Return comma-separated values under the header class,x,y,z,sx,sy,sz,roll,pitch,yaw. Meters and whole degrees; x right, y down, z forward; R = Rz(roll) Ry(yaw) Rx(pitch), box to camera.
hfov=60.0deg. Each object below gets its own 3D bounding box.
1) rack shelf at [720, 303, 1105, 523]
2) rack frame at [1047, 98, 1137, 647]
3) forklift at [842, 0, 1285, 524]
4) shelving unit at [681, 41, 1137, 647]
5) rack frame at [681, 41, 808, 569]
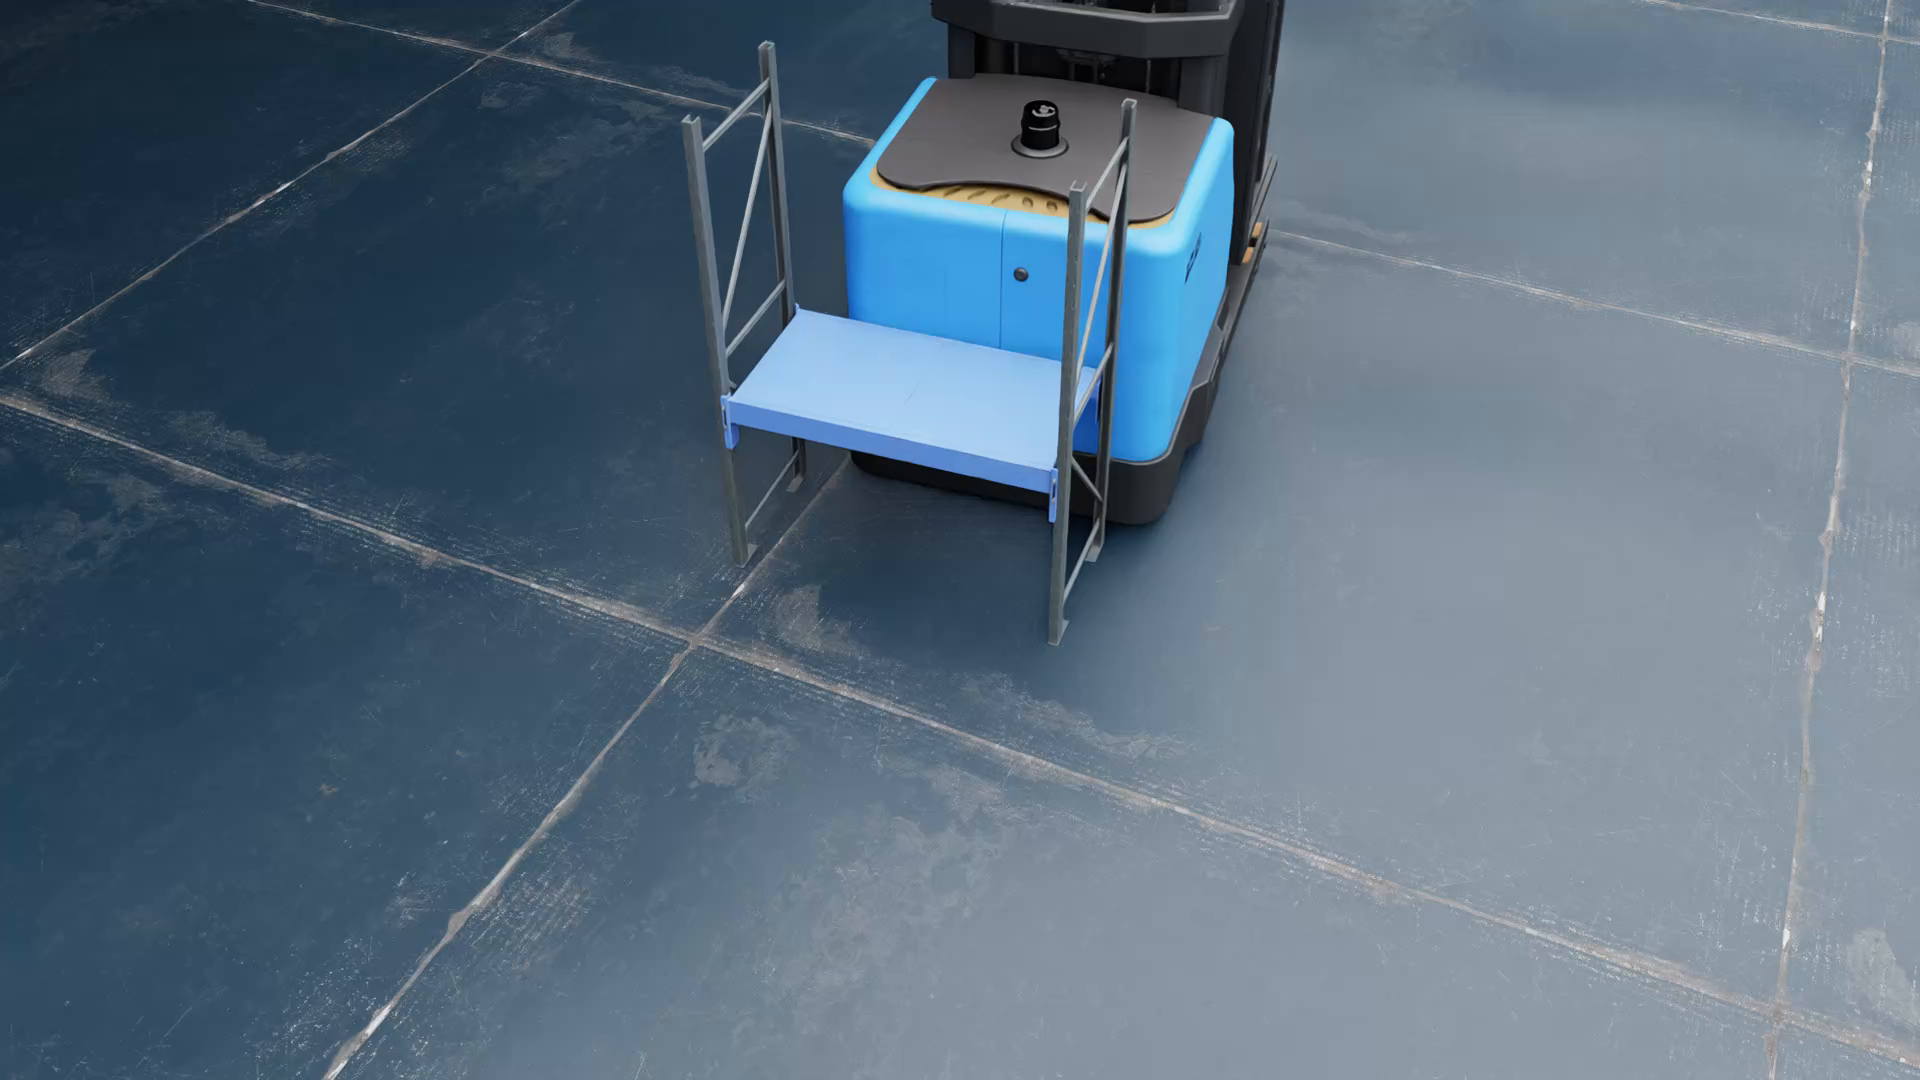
class,x,y,z,sx,sy,sz,roll,pitch,yaw
rack shelf,-0.123,-0.385,4.824,1.000,0.185,0.538,13,43,15
rack frame,0.356,-0.409,4.577,0.032,1.500,0.500,13,43,15
forklift,0.569,-2.132,5.472,1.130,2.935,3.031,12,42,13
shelving unit,-0.123,-0.521,4.706,1.048,1.500,0.538,13,43,15
rack frame,-0.601,-0.633,4.835,0.032,1.500,0.500,13,43,15
